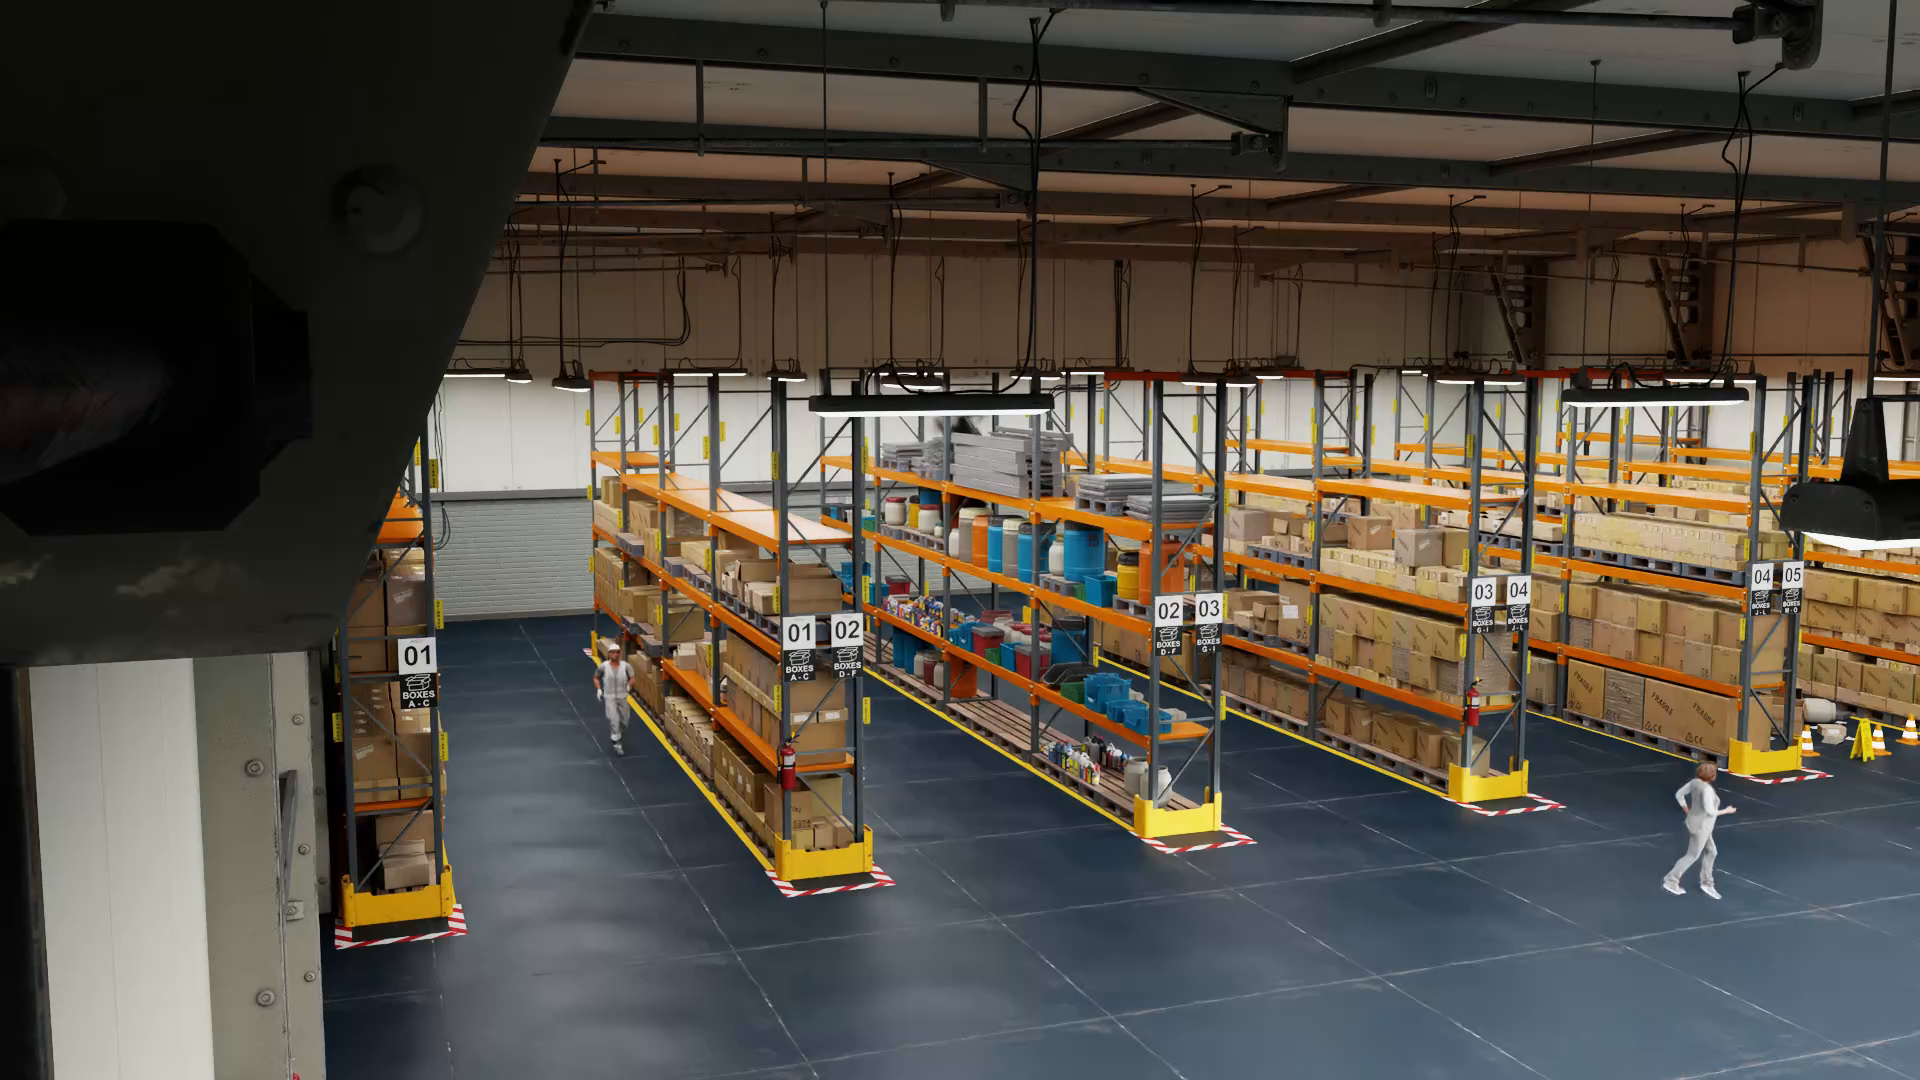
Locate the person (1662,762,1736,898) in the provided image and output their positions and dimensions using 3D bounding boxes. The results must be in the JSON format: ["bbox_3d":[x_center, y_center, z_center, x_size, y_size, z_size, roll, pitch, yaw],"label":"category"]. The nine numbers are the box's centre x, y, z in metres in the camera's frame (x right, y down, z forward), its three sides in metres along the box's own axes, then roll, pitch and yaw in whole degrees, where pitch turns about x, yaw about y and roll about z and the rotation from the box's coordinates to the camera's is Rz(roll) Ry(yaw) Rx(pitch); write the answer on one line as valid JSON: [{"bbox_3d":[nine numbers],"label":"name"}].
[{"bbox_3d":[8.586,3.391,19.329,0.777,1.644,0.458,1,6,7],"label":"person"}]

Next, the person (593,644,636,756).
[{"bbox_3d":[-5.478,2.512,26.427,0.657,1.755,0.757,-2,7,-19],"label":"person"}]
